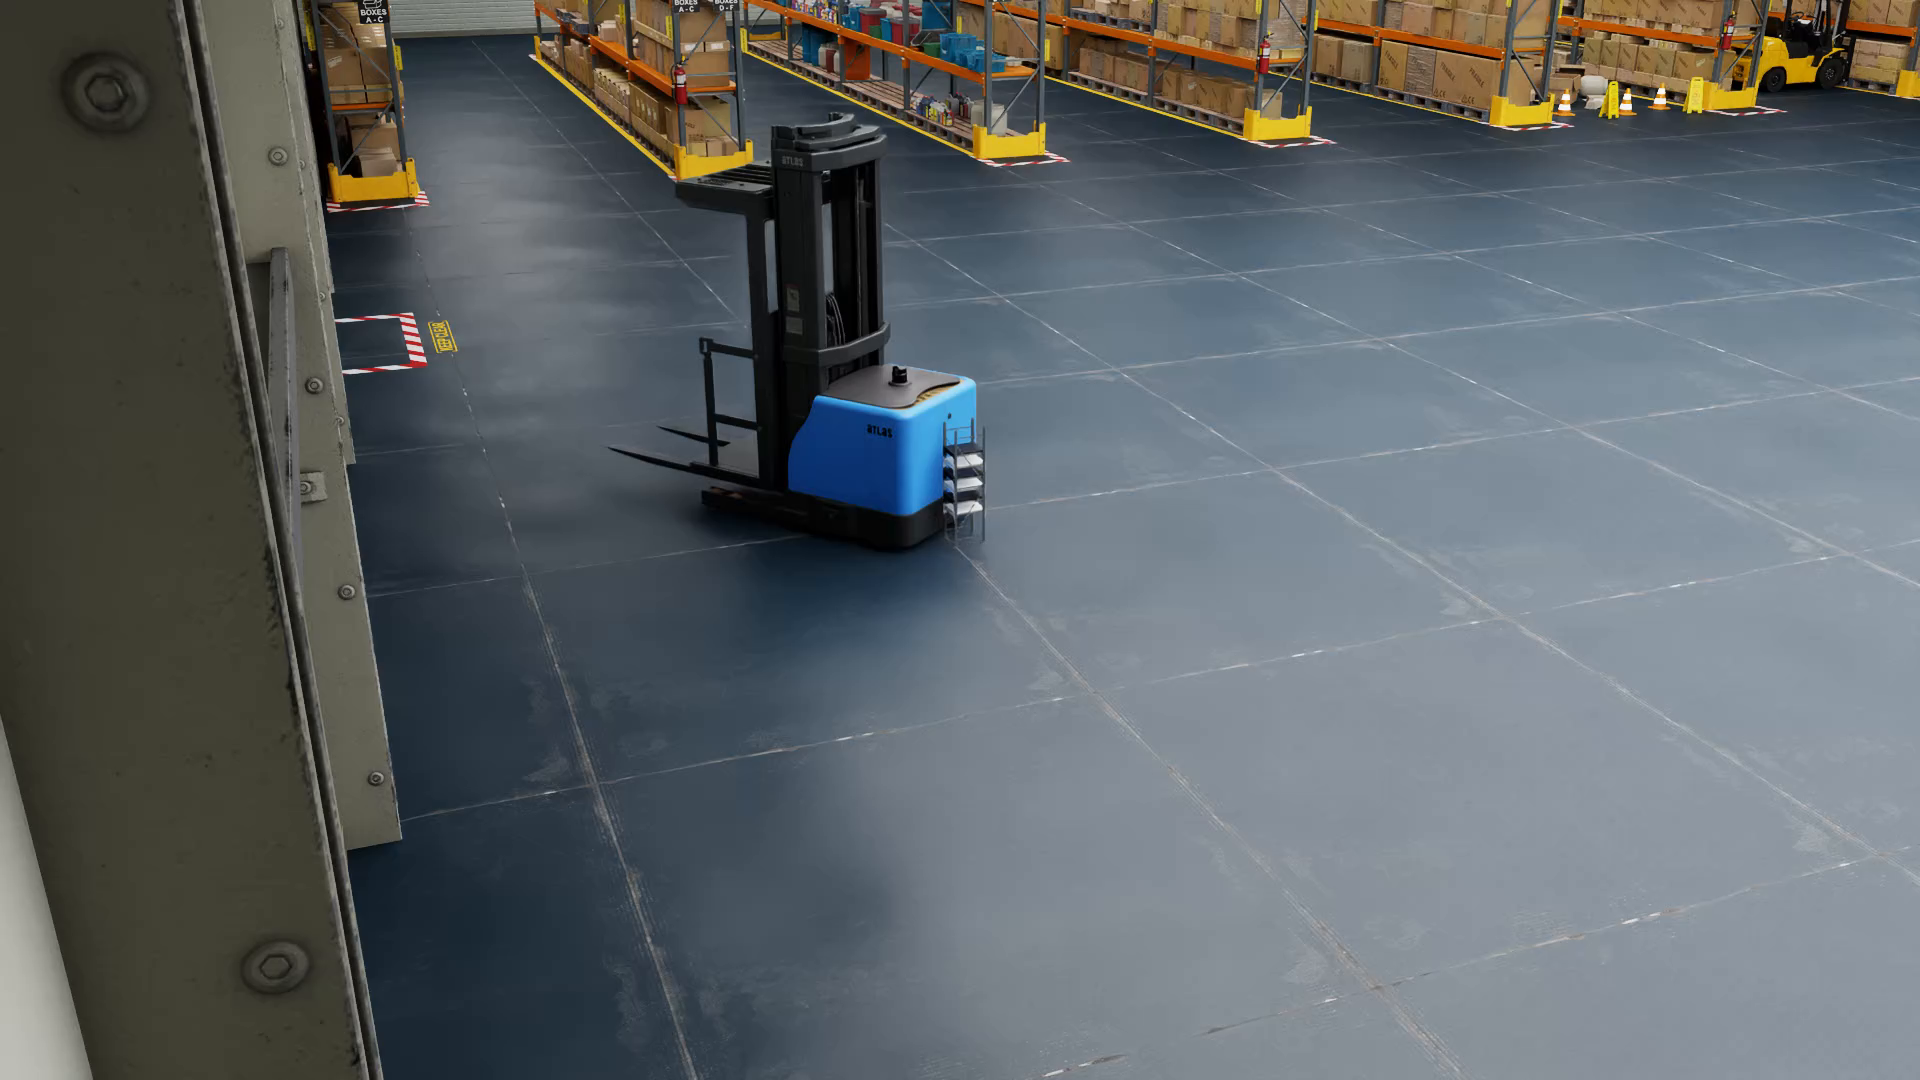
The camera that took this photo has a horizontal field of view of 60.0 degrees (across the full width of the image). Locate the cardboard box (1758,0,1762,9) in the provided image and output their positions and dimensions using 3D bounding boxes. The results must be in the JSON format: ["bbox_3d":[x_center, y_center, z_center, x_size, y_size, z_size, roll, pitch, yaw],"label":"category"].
[{"bbox_3d":[17.583,-11.904,36.823,0.500,0.250,0.500,-8,24,-18],"label":"cardboard box"}]

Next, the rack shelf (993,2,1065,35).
[{"bbox_3d":[1.973,-11.632,36.912,1.077,0.370,4.000,-8,24,-19],"label":"rack shelf"}]

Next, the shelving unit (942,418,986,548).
[{"bbox_3d":[0.031,-0.412,12.069,0.258,0.900,0.210,-10,25,-22],"label":"shelving unit"}]

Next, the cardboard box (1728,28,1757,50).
[{"bbox_3d":[17.811,-11.113,37.271,0.875,0.625,0.625,-7,24,-17],"label":"cardboard box"}]

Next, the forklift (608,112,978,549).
[{"bbox_3d":[-1.390,-1.700,12.510,3.031,2.935,1.130,13,26,29],"label":"forklift"}]

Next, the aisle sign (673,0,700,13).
[{"bbox_3d":[-4.015,-8.106,24.273,0.394,0.787,0.004,-8,24,-19],"label":"aisle sign"}]

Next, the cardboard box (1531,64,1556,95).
[{"bbox_3d":[11.450,-9.231,33.330,0.797,0.637,0.503,-8,24,-19],"label":"cardboard box"}]

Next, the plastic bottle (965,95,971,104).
[{"bbox_3d":[0.138,-7.704,29.511,0.144,0.351,0.185,-8,24,-19],"label":"plastic bottle"}]

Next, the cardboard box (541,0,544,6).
[{"bbox_3d":[-9.143,-12.265,37.359,0.500,0.500,0.500,-8,24,-19],"label":"cardboard box"}]

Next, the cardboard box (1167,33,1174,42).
[{"bbox_3d":[4.078,-9.369,30.939,0.380,0.149,0.250,-8,24,-19],"label":"cardboard box"}]

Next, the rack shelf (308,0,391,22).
[{"bbox_3d":[-9.103,-8.069,24.595,1.077,0.370,4.000,-8,24,-19],"label":"rack shelf"}]

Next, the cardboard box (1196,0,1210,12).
[{"bbox_3d":[4.555,-9.685,29.569,0.500,0.500,0.500,-8,24,-19],"label":"cardboard box"}]

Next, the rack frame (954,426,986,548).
[{"bbox_3d":[0.072,-0.376,11.983,0.240,0.900,0.006,-10,25,-22],"label":"rack frame"}]

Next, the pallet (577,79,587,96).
[{"bbox_3d":[-7.245,-9.313,34.074,1.003,0.211,1.213,-8,24,-19],"label":"pallet"}]

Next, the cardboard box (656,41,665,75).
[{"bbox_3d":[-4.465,-7.752,26.651,0.700,0.500,0.500,-8,24,-17],"label":"cardboard box"}]

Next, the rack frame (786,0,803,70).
[{"bbox_3d":[-3.367,-12.011,36.884,1.000,3.000,0.127,-8,24,-19],"label":"rack frame"}]

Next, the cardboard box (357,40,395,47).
[{"bbox_3d":[-8.449,-6.972,24.132,0.500,0.500,0.500,-8,24,-19],"label":"cardboard box"}]

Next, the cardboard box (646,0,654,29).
[{"bbox_3d":[-4.657,-8.544,26.859,0.700,0.500,0.500,-8,24,-19],"label":"cardboard box"}]

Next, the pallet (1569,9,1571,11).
[{"bbox_3d":[12.688,-11.794,36.618,1.003,0.211,1.213,-8,24,-19],"label":"pallet"}]

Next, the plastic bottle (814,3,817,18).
[{"bbox_3d":[-3.012,-11.123,34.928,0.061,0.283,0.133,-8,24,-19],"label":"plastic bottle"}]

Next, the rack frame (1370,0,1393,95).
[{"bbox_3d":[8.769,-10.427,33.127,1.000,3.000,0.127,-8,24,-19],"label":"rack frame"}]

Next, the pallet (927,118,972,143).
[{"bbox_3d":[0.092,-7.125,28.883,1.003,0.211,1.213,-8,24,-19],"label":"pallet"}]

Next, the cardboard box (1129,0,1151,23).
[{"bbox_3d":[3.943,-10.561,32.132,1.000,1.000,1.000,-8,24,-19],"label":"cardboard box"}]

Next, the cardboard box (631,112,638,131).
[{"bbox_3d":[-5.296,-7.142,28.332,0.500,0.250,0.500,-8,24,-19],"label":"cardboard box"}]

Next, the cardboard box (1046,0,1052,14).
[{"bbox_3d":[2.103,-11.610,35.805,0.500,0.500,0.500,-9,24,-19],"label":"cardboard box"}]

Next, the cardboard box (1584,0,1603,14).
[{"bbox_3d":[13.258,-11.128,34.279,0.500,0.500,0.500,-8,24,-19],"label":"cardboard box"}]

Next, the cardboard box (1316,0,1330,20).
[{"bbox_3d":[7.796,-11.177,34.779,0.500,0.500,0.500,-9,24,-20],"label":"cardboard box"}]

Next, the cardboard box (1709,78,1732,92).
[{"bbox_3d":[14.751,-8.947,32.615,0.500,0.250,0.500,-9,24,-19],"label":"cardboard box"}]

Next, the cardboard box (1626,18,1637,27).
[{"bbox_3d":[13.618,-10.403,33.393,0.380,0.149,0.250,-8,24,-19],"label":"cardboard box"}]

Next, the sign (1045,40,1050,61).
[{"bbox_3d":[1.388,-7.852,26.661,0.100,0.325,0.005,-8,24,-19],"label":"sign"}]

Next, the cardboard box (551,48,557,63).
[{"bbox_3d":[-8.734,-10.737,36.757,0.500,0.311,0.500,-8,24,-19],"label":"cardboard box"}]

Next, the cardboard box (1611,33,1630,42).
[{"bbox_3d":[13.491,-10.222,33.840,0.380,0.149,0.250,-7,24,-17],"label":"cardboard box"}]

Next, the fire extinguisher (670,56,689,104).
[{"bbox_3d":[-4.156,-6.830,24.692,0.296,0.674,0.183,-8,24,-19],"label":"fire extinguisher"}]

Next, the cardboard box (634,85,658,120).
[{"bbox_3d":[-5.121,-7.305,27.755,0.500,0.500,0.500,-8,24,-19],"label":"cardboard box"}]

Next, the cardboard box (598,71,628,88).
[{"bbox_3d":[-6.485,-8.643,31.173,0.500,0.311,0.500,-9,24,-20],"label":"cardboard box"}]

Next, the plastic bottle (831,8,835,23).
[{"bbox_3d":[-2.577,-10.676,33.867,0.061,0.283,0.133,-8,24,-19],"label":"plastic bottle"}]

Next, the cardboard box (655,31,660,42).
[{"bbox_3d":[-4.626,-7.993,26.388,0.380,0.149,0.250,-9,24,-20],"label":"cardboard box"}]

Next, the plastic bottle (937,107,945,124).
[{"bbox_3d":[-0.299,-7.351,28.769,0.152,0.276,0.135,-9,24,-20],"label":"plastic bottle"}]

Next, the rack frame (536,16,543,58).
[{"bbox_3d":[-9.415,-12.786,38.723,1.000,3.000,0.127,-8,24,-19],"label":"rack frame"}]

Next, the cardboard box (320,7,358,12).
[{"bbox_3d":[-10.824,-9.078,29.231,0.700,0.500,0.500,-11,25,-24],"label":"cardboard box"}]

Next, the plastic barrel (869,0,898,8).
[{"bbox_3d":[-1.507,-10.493,33.108,0.600,0.536,0.708,-8,24,-19],"label":"plastic barrel"}]

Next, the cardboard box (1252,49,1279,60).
[{"bbox_3d":[5.212,-8.289,28.379,0.380,0.149,0.250,-8,24,-19],"label":"cardboard box"}]

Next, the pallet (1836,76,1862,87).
[{"bbox_3d":[18.683,-9.802,35.234,1.003,0.211,1.213,-8,24,-19],"label":"pallet"}]

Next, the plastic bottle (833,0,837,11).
[{"bbox_3d":[-2.681,-11.464,35.752,0.097,0.271,0.097,0,23,0],"label":"plastic bottle"}]

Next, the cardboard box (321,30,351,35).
[{"bbox_3d":[-9.488,-7.460,25.290,0.500,0.500,0.500,-8,24,-18],"label":"cardboard box"}]

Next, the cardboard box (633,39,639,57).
[{"bbox_3d":[-5.391,-8.529,28.818,0.500,0.250,0.500,-7,24,-16],"label":"cardboard box"}]

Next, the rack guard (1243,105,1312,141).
[{"bbox_3d":[5.479,-7.206,28.702,1.175,0.500,0.348,-8,24,-19],"label":"rack guard"}]

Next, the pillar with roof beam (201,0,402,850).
[{"bbox_3d":[0.934,-3.242,8.355,9.100,9.000,0.400,-8,24,-19],"label":"pillar with roof beam"}]

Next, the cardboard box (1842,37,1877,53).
[{"bbox_3d":[18.591,-10.250,34.420,0.500,0.250,0.500,-8,24,-18],"label":"cardboard box"}]

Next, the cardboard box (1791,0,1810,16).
[{"bbox_3d":[18.118,-11.487,35.514,0.500,0.500,0.500,-8,24,-18],"label":"cardboard box"}]

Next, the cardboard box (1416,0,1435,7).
[{"bbox_3d":[9.232,-10.456,31.613,0.875,0.550,0.550,-8,24,-19],"label":"cardboard box"}]

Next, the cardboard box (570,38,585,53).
[{"bbox_3d":[-7.706,-10.156,34.171,0.500,0.250,0.500,-8,24,-19],"label":"cardboard box"}]

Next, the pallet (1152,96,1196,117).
[{"bbox_3d":[4.363,-8.259,31.574,1.003,0.211,1.213,-8,24,-19],"label":"pallet"}]

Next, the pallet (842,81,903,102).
[{"bbox_3d":[-1.717,-8.985,33.297,1.003,0.211,1.213,-8,24,-19],"label":"pallet"}]

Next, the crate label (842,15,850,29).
[{"bbox_3d":[-2.156,-10.276,32.983,0.303,0.233,0.416,-8,24,-19],"label":"crate label"}]

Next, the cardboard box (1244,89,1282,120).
[{"bbox_3d":[5.301,-7.601,29.099,0.500,0.500,0.500,-4,23,-9],"label":"cardboard box"}]
